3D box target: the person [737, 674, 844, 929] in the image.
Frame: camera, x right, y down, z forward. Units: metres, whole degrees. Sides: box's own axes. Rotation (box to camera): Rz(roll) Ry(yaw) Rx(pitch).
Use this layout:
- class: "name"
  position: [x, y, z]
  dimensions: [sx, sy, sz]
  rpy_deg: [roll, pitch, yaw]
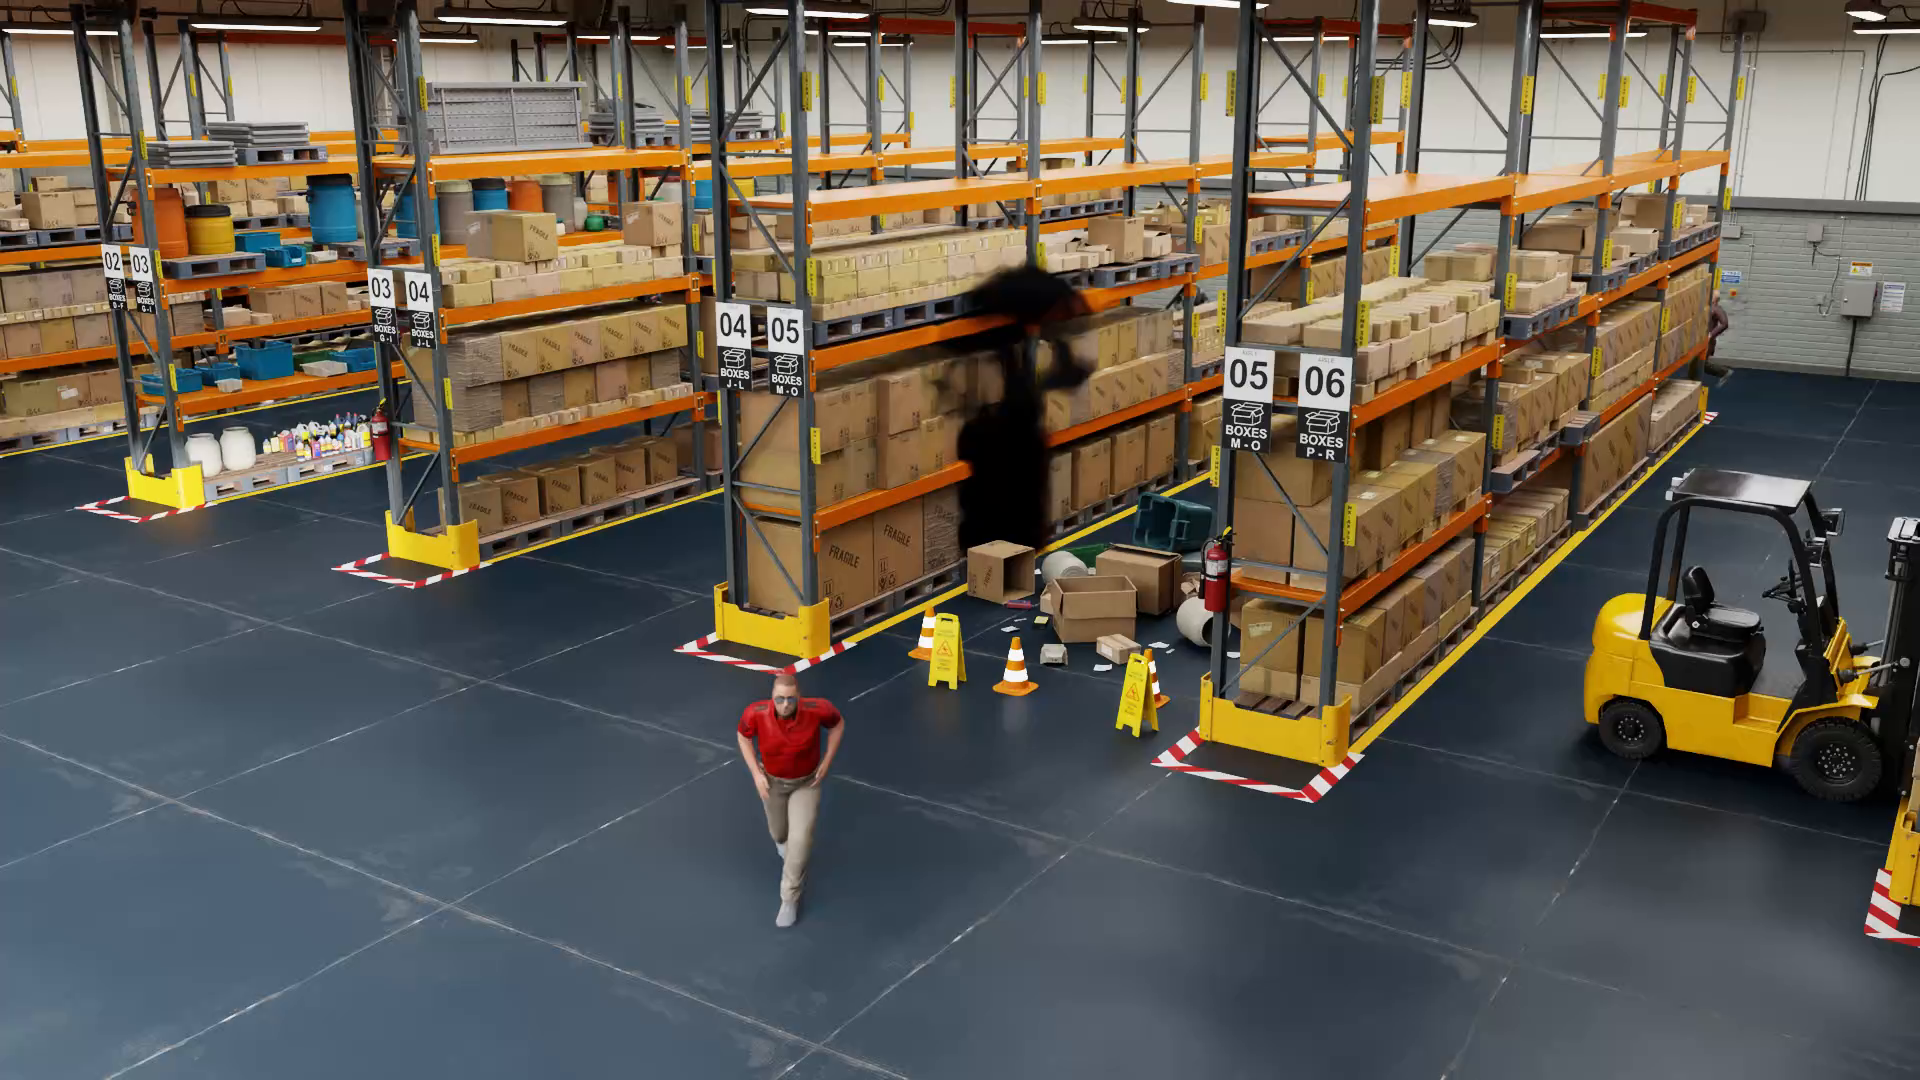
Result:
- class: "person"
  position: [-1.081, 1.543, 10.696]
  dimensions: [0.675, 1.691, 0.956]
  rpy_deg: [-2, 16, -7]

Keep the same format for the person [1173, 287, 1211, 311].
- class: "person"
  position: [4.362, -4.088, 30.886]
  dimensions: [0.758, 1.633, 0.794]
  rpy_deg: [-2, 16, -7]

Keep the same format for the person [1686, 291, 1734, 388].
- class: "person"
  position: [12.467, -3.282, 27.751]
  dimensions: [0.842, 1.756, 0.712]
  rpy_deg: [3, 16, 11]
